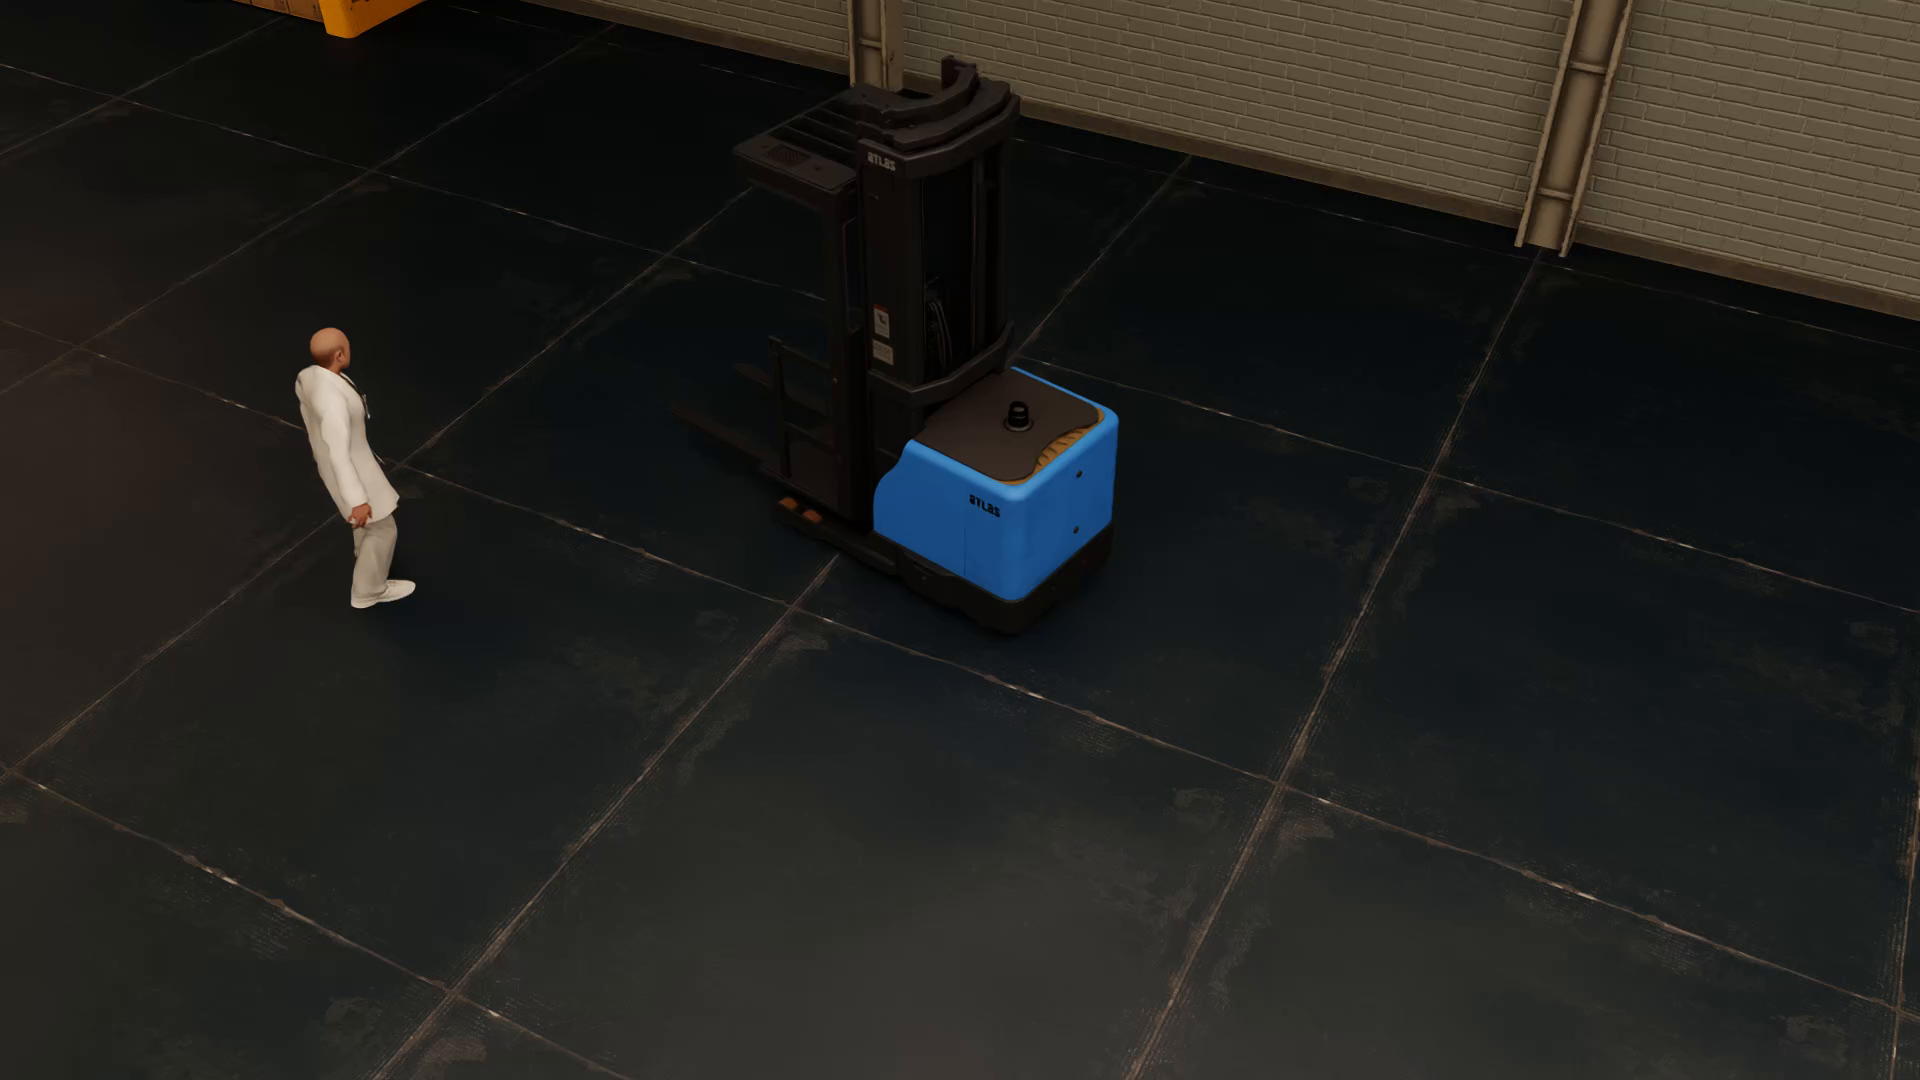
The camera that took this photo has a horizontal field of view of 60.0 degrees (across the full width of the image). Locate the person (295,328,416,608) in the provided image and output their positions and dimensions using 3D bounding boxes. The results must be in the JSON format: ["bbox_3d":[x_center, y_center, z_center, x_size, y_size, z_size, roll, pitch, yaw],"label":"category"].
[{"bbox_3d":[-3.463,-0.414,9.411,0.448,1.748,0.914,-23,45,-25],"label":"person"}]

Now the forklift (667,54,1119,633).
[{"bbox_3d":[-0.544,-1.379,9.624,3.031,2.935,1.130,27,47,29],"label":"forklift"}]
